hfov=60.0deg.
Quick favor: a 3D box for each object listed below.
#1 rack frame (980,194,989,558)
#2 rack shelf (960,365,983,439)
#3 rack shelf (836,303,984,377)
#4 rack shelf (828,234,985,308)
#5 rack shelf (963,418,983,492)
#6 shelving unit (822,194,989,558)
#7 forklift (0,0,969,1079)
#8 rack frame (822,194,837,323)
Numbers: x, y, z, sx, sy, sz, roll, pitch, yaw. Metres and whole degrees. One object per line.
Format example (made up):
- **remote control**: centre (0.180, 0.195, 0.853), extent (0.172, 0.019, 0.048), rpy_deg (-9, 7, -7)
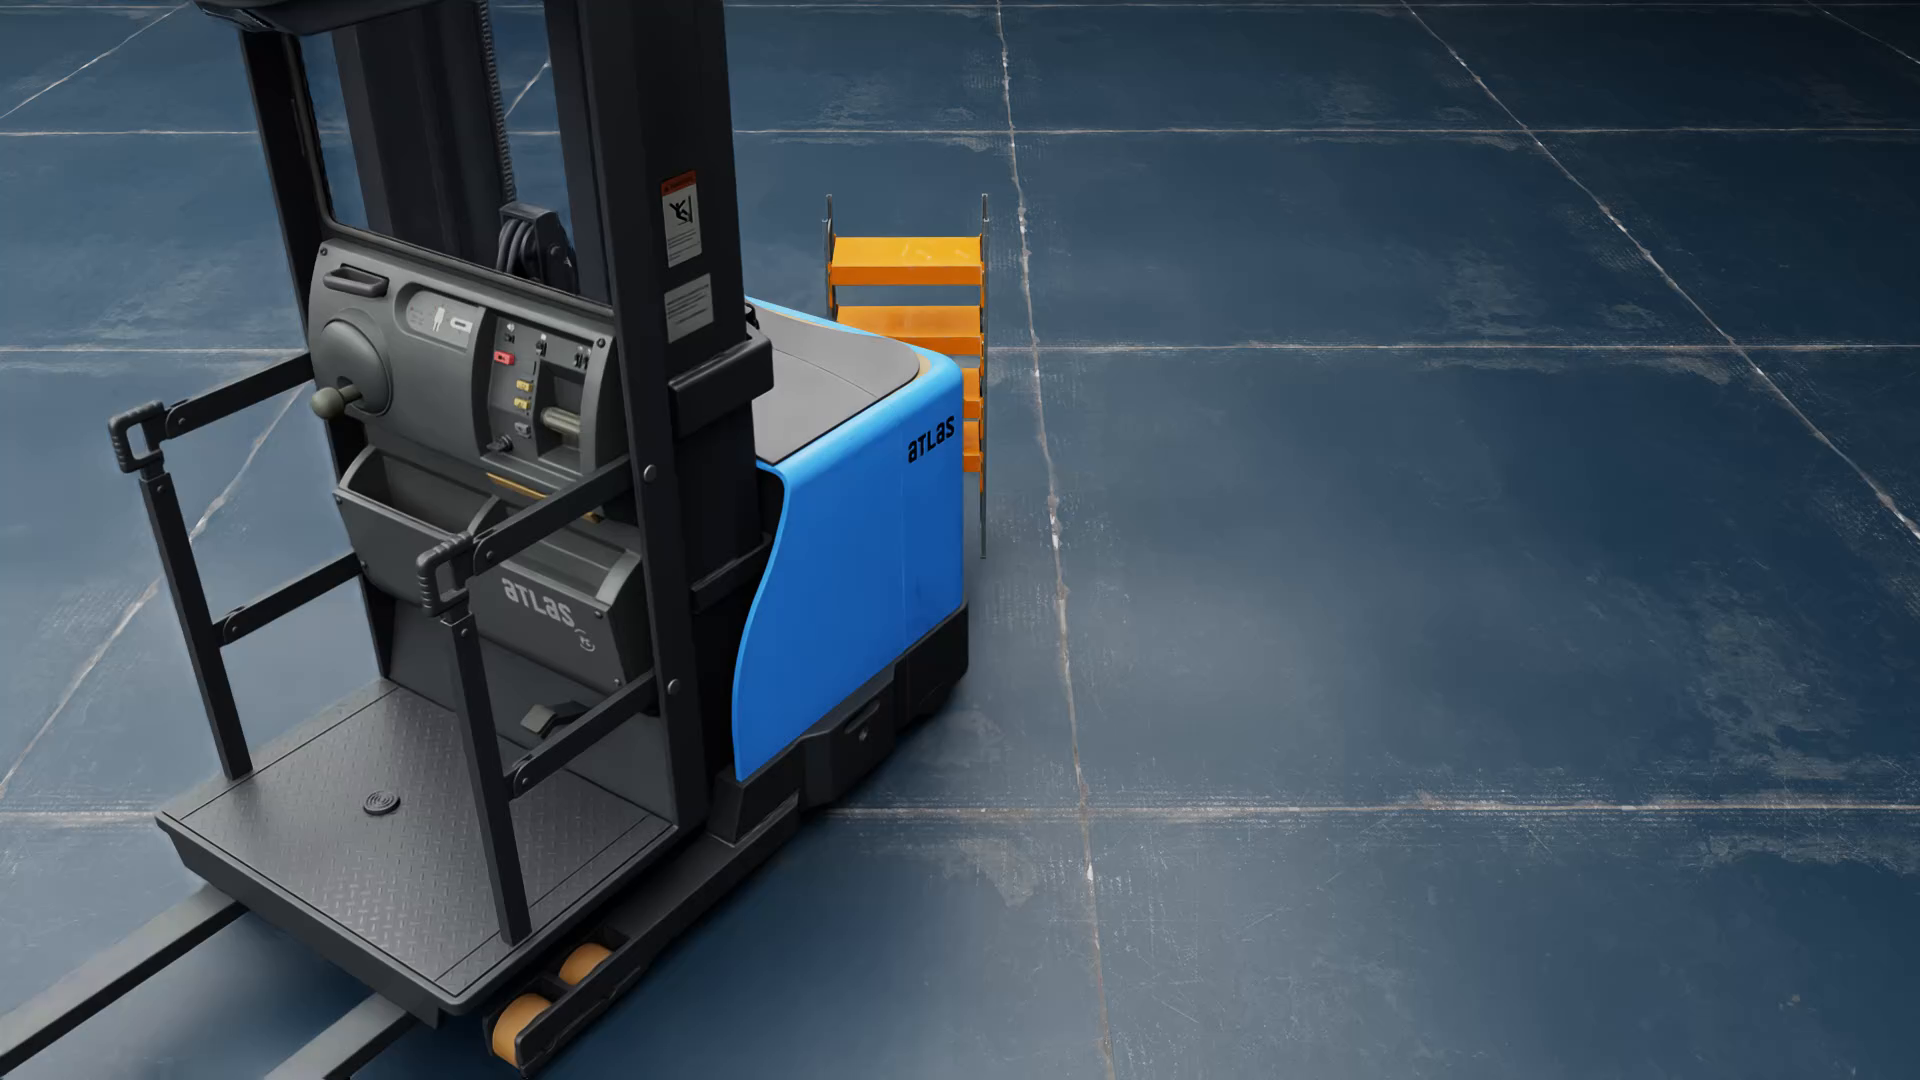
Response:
- **rack frame**: centre (0.078, -0.513, 5.439), extent (0.015, 1.200, 0.240), rpy_deg (0, 31, 0)
- **rack shelf**: centre (-0.166, -0.455, 5.473), extent (0.480, 0.148, 0.258), rpy_deg (0, 31, 0)
- **rack shelf**: centre (-0.166, -0.646, 5.357), extent (0.480, 0.148, 0.258), rpy_deg (0, 31, 0)
- **rack shelf**: centre (-0.166, -0.848, 5.234), extent (0.480, 0.148, 0.258), rpy_deg (0, 31, 0)
- **rack shelf**: centre (-0.166, -0.285, 5.576), extent (0.480, 0.148, 0.258), rpy_deg (0, 31, 0)
- **shelving unit**: centre (-0.166, -0.512, 5.438), extent (0.503, 1.200, 0.258), rpy_deg (0, 31, 0)
- **forklift**: centre (-1.224, -0.338, 3.482), extent (1.130, 2.935, 3.031), rpy_deg (20, 36, 29)
- **rack frame**: centre (-0.410, -0.512, 5.437), extent (0.015, 1.200, 0.240), rpy_deg (0, 31, 0)
